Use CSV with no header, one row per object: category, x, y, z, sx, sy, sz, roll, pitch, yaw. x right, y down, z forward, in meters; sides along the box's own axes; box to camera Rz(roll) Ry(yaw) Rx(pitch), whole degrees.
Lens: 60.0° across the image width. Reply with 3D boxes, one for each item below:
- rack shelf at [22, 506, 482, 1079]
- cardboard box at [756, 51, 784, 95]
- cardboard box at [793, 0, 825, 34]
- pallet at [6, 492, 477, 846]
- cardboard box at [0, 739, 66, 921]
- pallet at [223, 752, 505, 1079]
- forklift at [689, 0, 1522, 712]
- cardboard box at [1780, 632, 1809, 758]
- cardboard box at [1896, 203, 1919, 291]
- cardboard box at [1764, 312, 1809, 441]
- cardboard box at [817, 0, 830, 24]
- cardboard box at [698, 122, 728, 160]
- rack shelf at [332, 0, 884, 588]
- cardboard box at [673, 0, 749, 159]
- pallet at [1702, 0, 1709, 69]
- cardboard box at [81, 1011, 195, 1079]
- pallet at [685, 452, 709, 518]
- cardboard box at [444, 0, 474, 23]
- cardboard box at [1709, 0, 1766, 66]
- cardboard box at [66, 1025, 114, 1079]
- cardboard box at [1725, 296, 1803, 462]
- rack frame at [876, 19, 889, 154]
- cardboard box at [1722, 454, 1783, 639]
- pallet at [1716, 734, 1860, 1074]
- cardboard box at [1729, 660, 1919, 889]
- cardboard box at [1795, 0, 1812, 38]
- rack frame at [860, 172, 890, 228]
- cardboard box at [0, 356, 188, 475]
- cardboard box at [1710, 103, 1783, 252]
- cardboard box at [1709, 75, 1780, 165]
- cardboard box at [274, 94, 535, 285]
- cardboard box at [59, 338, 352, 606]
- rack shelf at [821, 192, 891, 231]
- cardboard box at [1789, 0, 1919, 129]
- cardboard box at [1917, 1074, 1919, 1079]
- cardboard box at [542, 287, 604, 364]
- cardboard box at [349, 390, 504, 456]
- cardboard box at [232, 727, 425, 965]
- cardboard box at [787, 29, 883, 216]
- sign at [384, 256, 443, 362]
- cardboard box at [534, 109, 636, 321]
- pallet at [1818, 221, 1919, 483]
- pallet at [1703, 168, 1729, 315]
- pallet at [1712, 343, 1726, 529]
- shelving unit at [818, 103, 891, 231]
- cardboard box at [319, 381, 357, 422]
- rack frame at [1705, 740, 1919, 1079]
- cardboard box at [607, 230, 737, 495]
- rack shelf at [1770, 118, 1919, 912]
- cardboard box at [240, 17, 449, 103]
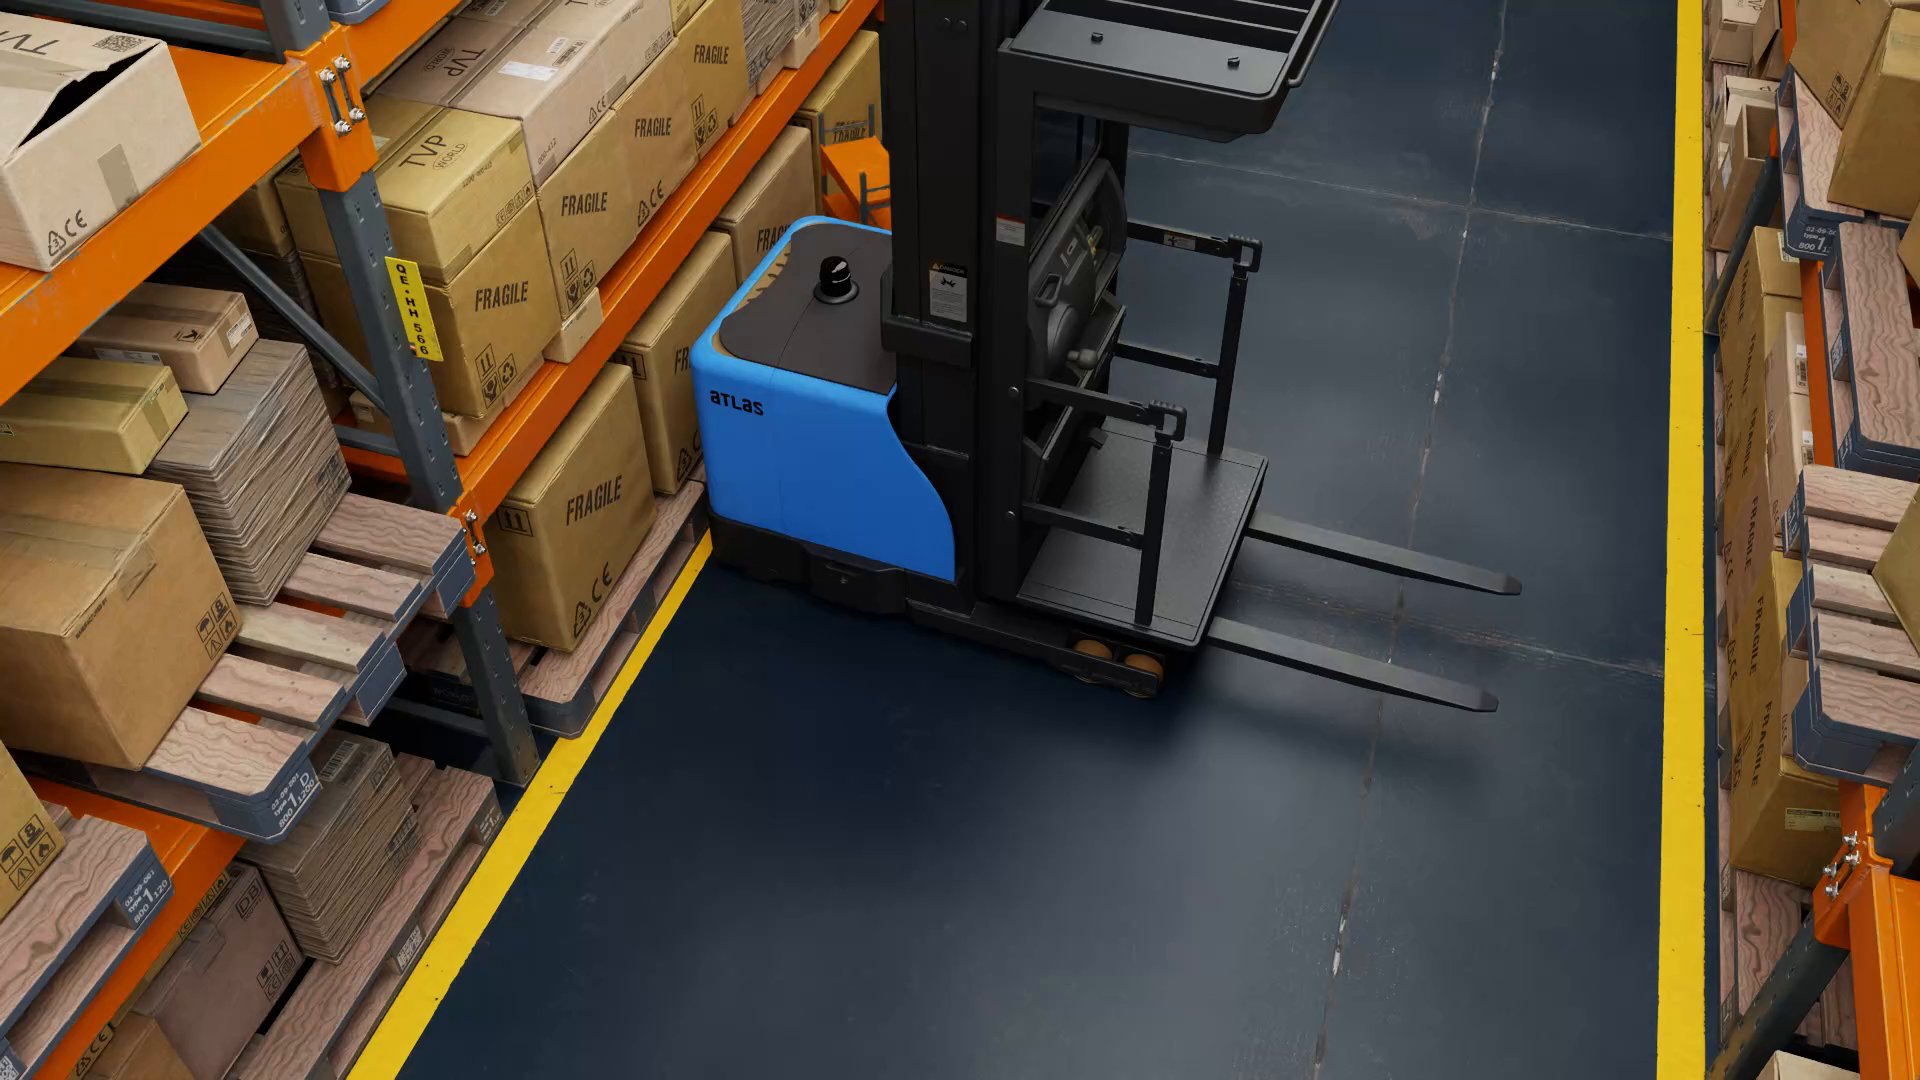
rack shelf,-2.593,1.250,3.842,1.077,0.370,4.000,13,46,13
cardboard box,-0.945,-1.964,6.778,0.380,0.149,0.250,13,46,13
cardboard box,-0.820,-2.452,6.813,0.500,0.500,0.500,13,46,13
pallet,-2.101,0.226,4.511,1.213,0.211,1.003,13,46,13
cardboard box,-2.476,0.618,3.588,0.700,0.500,0.500,13,46,13
pallet,-2.225,1.177,5.396,1.003,0.211,1.213,13,46,13
forklift,0.585,-0.889,5.562,3.031,2.935,1.130,15,46,15
cardboard box,2.808,0.463,5.068,0.500,0.250,0.500,14,46,14
cardboard box,3.470,-0.955,5.209,0.700,0.500,0.500,2,44,2
cardboard box,3.265,-0.554,6.108,0.500,0.250,0.500,13,46,13
cardboard box,-0.784,-2.302,7.123,0.380,0.149,0.250,14,46,14
cardboard box,-1.126,-1.626,6.432,0.380,0.149,0.250,14,46,14
rack shelf,-1.381,-1.416,6.567,1.077,0.370,4.000,13,46,13
cardboard box,-1.127,-1.785,6.131,0.500,0.500,0.500,14,46,14
pallet,4.894,-3.047,9.713,1.003,0.211,1.213,13,46,13
cardboard box,-2.546,1.543,4.501,0.700,0.500,0.500,12,46,12
pallet,-1.305,-0.663,7.277,1.003,0.211,1.213,13,46,13
cardboard box,-1.778,-1.800,5.610,0.500,0.250,0.500,11,46,11
cardboard box,4.420,-2.831,9.150,0.500,0.250,0.500,13,46,13
cardboard box,-2.539,1.330,4.183,0.500,0.250,0.500,12,46,12
cardboard box,3.417,-0.594,6.686,0.500,0.500,0.500,13,46,13
rack frame,-0.776,-3.006,7.677,1.000,3.000,0.127,13,46,13
cardboard box,3.105,0.074,6.002,0.500,0.500,0.500,11,45,11
pallet,2.997,1.214,5.359,1.003,0.211,1.213,13,46,13
cardboard box,2.795,0.770,5.291,0.500,0.500,0.500,14,46,14
cardboard box,3.853,-2.383,6.969,0.500,0.500,0.500,13,46,13
rack frame,-0.288,-1.028,6.939,0.240,1.200,0.015,-16,47,-17
cardboard box,-2.146,-0.311,4.073,0.380,0.149,0.250,6,45,6
cardboard box,3.849,-1.663,7.778,0.500,0.500,0.500,13,46,13
cardboard box,4.076,-2.095,8.355,0.500,0.311,0.500,13,46,13
cardboard box,-1.595,-1.024,4.817,0.500,0.250,0.500,14,46,13
cardboard box,-2.120,-0.217,4.441,0.700,0.500,0.500,8,45,8
rack shelf,-0.380,-1.297,6.991,0.258,0.148,0.480,-16,47,-17
cardboard box,3.590,-1.877,6.152,0.700,0.500,0.500,-1,44,-1
cardboard box,2.280,1.294,3.347,0.500,0.311,0.500,12,46,12
cardboard box,-1.421,-0.753,5.540,0.380,0.149,0.250,14,46,14
cardboard box,-1.667,-0.428,5.208,0.380,0.149,0.250,12,46,12
cardboard box,-2.155,0.887,5.171,0.700,0.500,0.500,13,46,13
cardboard box,-0.849,-1.927,7.811,0.750,0.750,0.750,13,46,13
sign,-1.467,-0.617,4.464,0.100,0.325,0.005,13,46,13
cardboard box,-1.429,-1.106,5.437,0.500,0.500,0.500,14,46,14
pallet,3.320,-0.522,5.276,1.003,0.211,1.213,13,46,13
pallet,4.155,-1.420,8.051,1.003,0.211,1.213,13,46,13
pallet,3.736,-0.413,7.021,1.003,0.211,1.213,13,46,13
shelving unit,-0.383,-1.185,7.099,0.258,1.200,0.503,-16,47,-17
cardboard box,-2.133,-0.529,5.311,0.380,0.149,0.250,13,46,13
rack frame,2.735,0.707,3.883,1.000,3.000,0.127,13,46,13
cardboard box,-1.368,-0.767,6.625,0.750,0.750,0.750,12,46,12
rack shelf,3.341,-0.369,5.497,1.077,0.370,4.000,13,46,13
cardboard box,-1.937,-1.459,5.261,0.500,0.250,0.500,11,45,11
